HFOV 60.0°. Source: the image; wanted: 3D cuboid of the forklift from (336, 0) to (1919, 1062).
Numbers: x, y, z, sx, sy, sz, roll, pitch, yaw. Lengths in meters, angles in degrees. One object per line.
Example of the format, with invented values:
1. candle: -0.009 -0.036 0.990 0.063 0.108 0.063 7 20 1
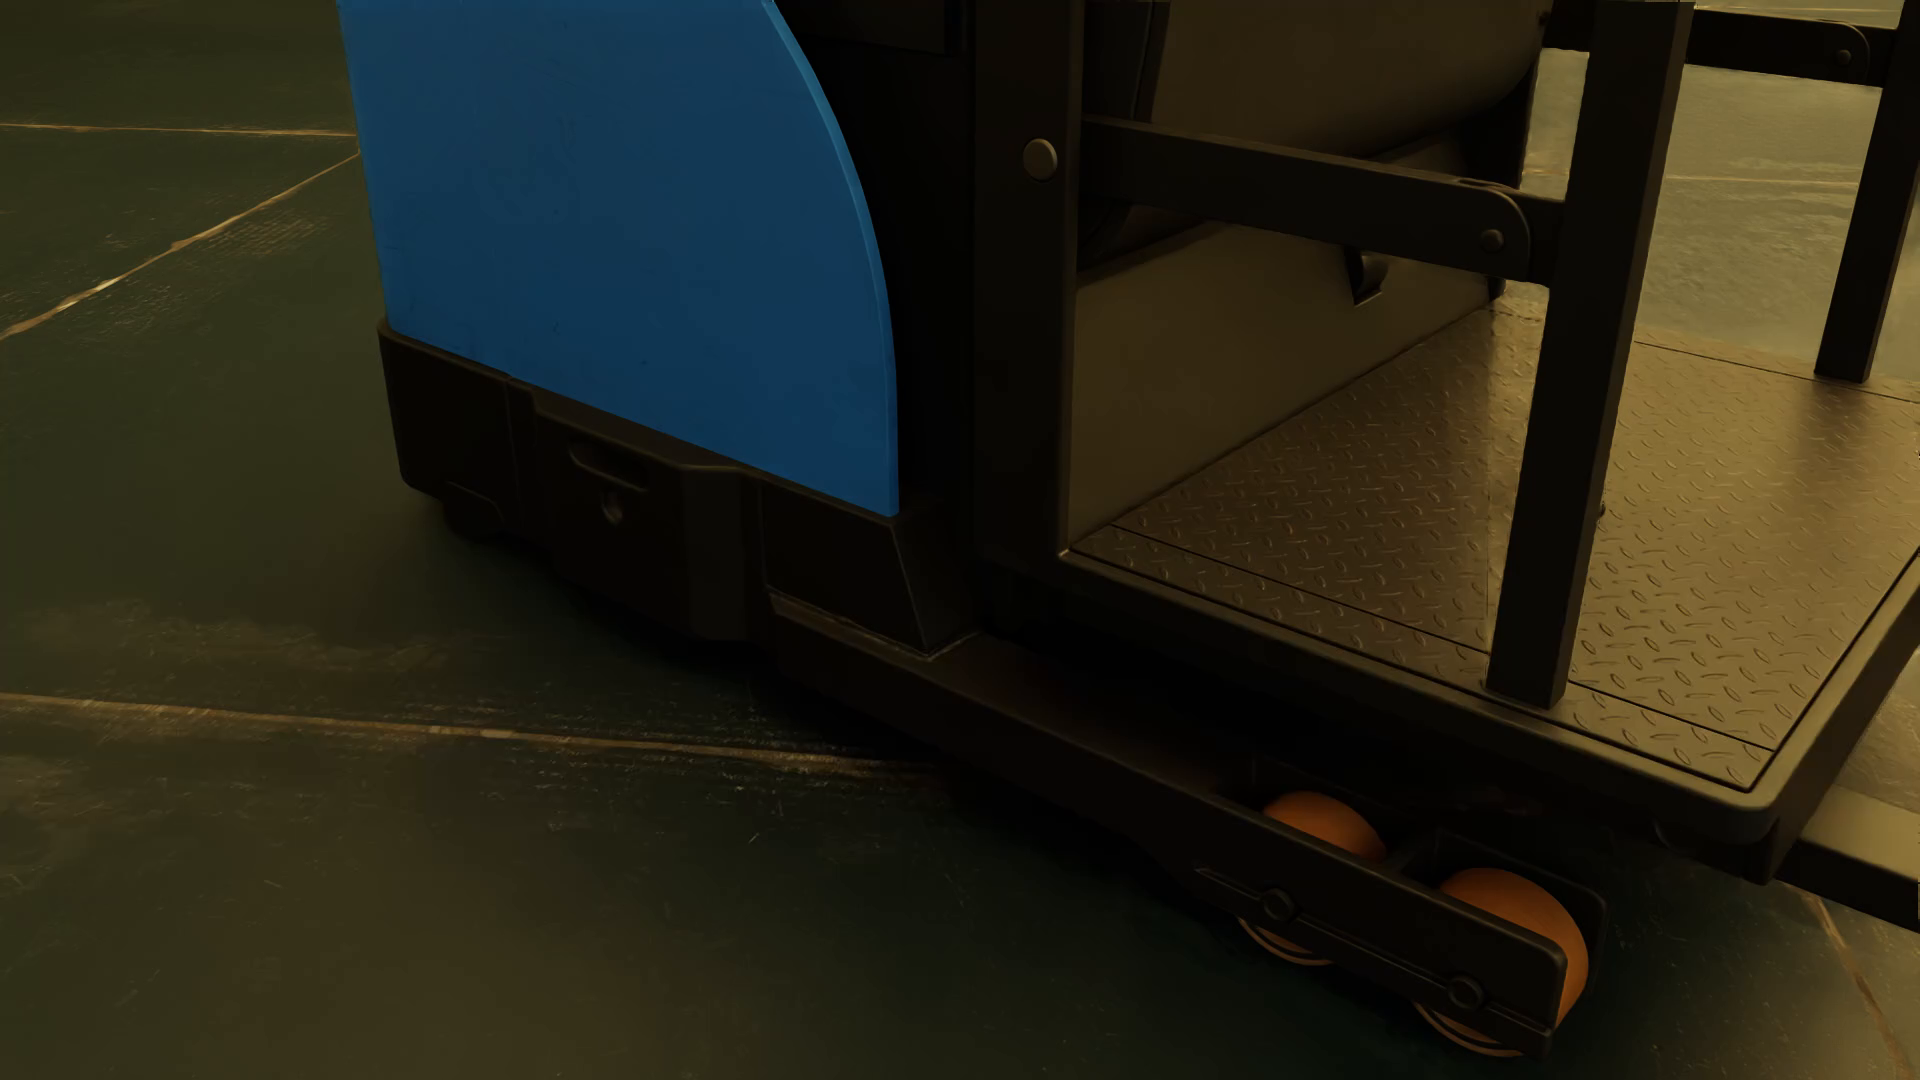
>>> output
1. forklift: 0.597 -1.103 1.427 3.031 2.935 1.130 20 33 35
